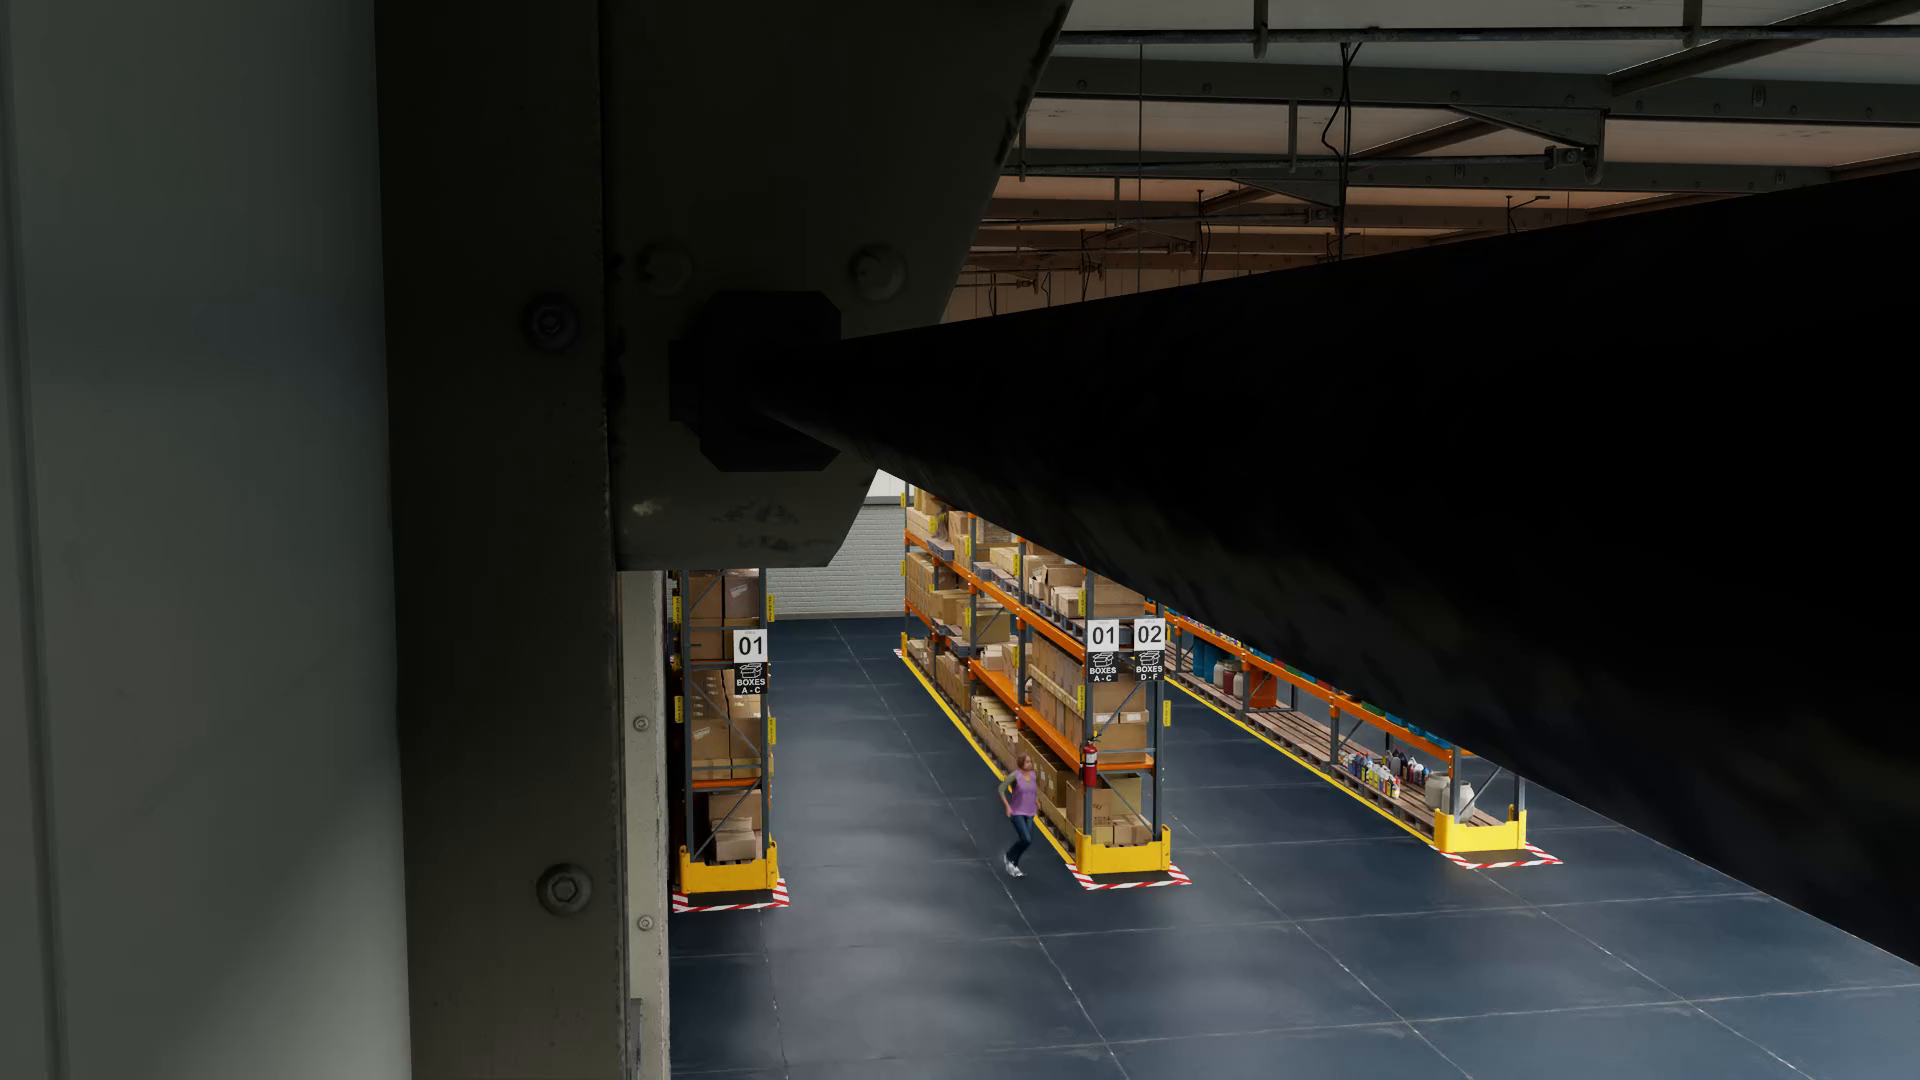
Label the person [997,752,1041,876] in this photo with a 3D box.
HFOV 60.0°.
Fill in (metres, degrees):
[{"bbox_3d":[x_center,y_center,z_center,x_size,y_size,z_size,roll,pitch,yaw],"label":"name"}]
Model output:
[{"bbox_3d":[0.792,3.420,20.651,0.503,1.557,0.537,-4,7,-34],"label":"person"}]
